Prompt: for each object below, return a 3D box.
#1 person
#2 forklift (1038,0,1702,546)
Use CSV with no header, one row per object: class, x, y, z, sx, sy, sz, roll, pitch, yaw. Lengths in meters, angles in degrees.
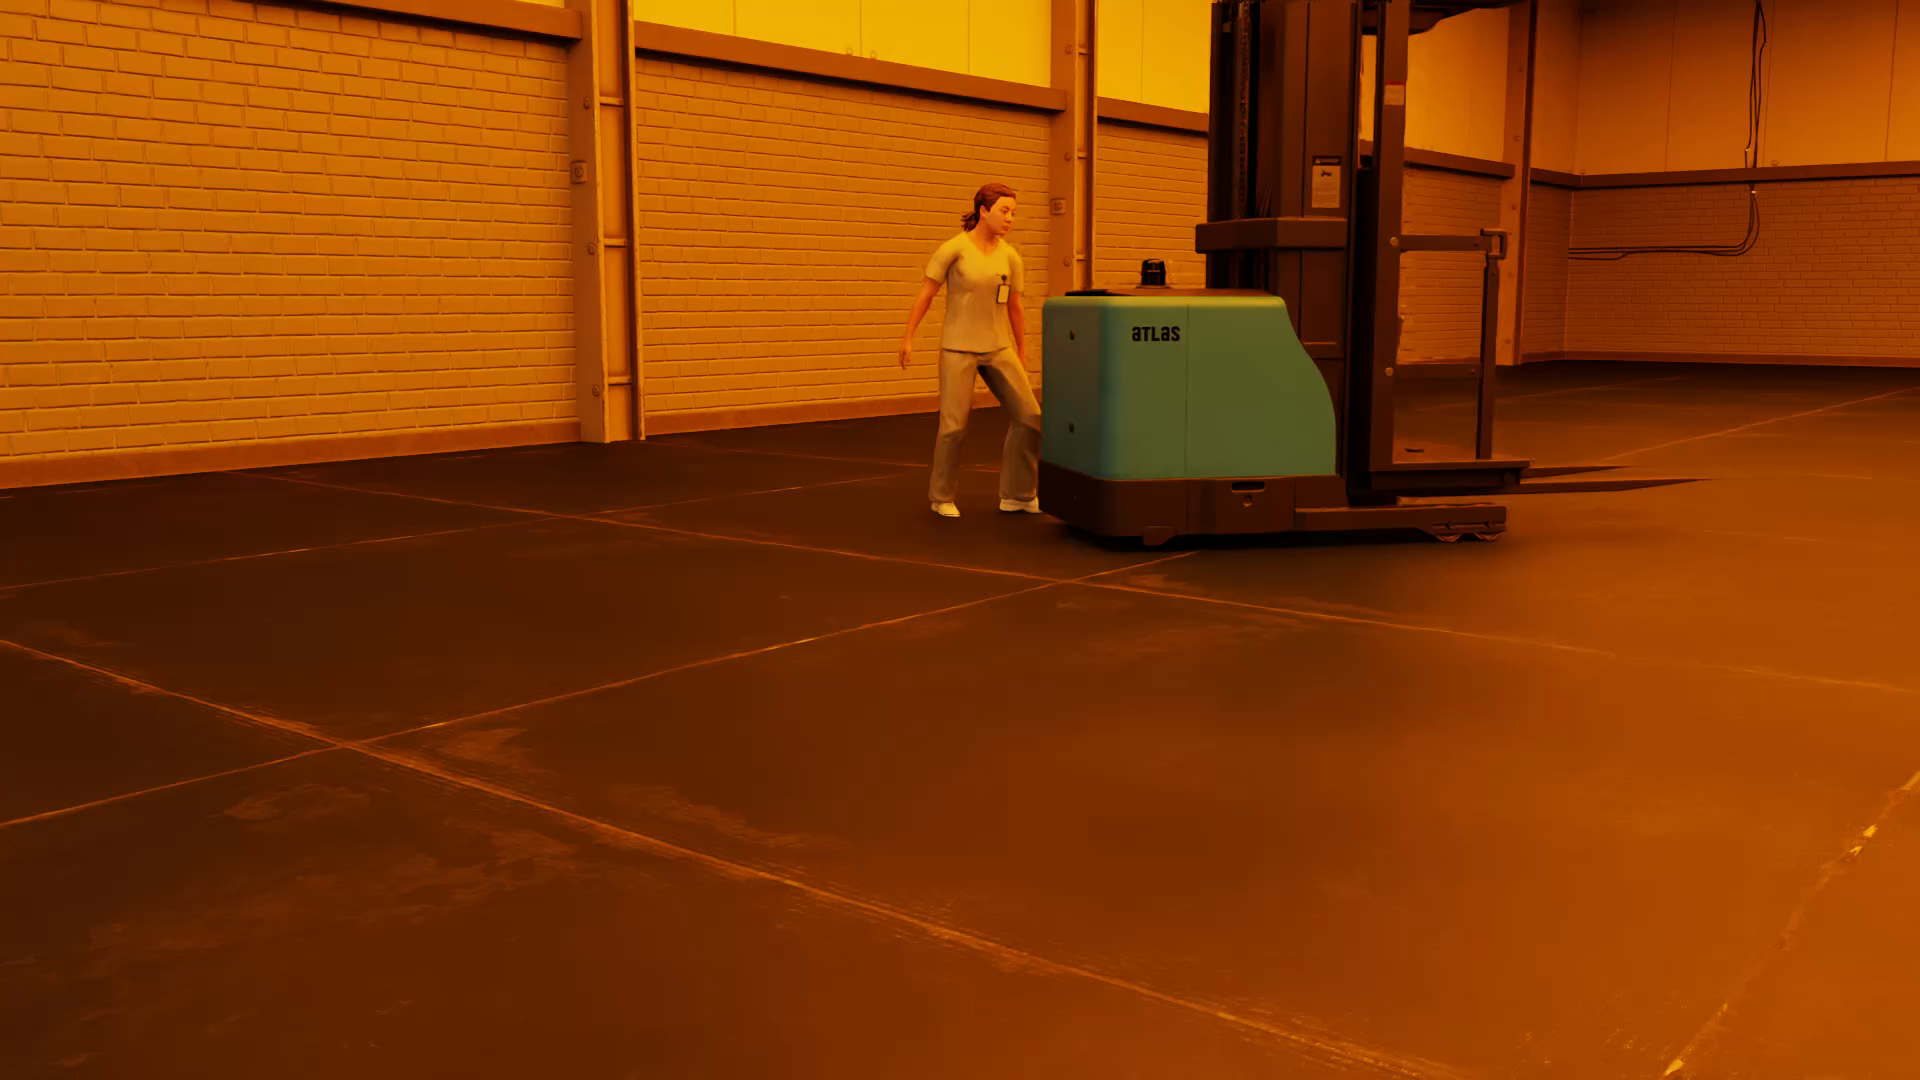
person,0.087,-0.920,8.204,0.799,1.646,0.424,-3,9,-18
forklift,1.946,-1.513,7.620,3.031,2.935,1.130,-2,9,-13
